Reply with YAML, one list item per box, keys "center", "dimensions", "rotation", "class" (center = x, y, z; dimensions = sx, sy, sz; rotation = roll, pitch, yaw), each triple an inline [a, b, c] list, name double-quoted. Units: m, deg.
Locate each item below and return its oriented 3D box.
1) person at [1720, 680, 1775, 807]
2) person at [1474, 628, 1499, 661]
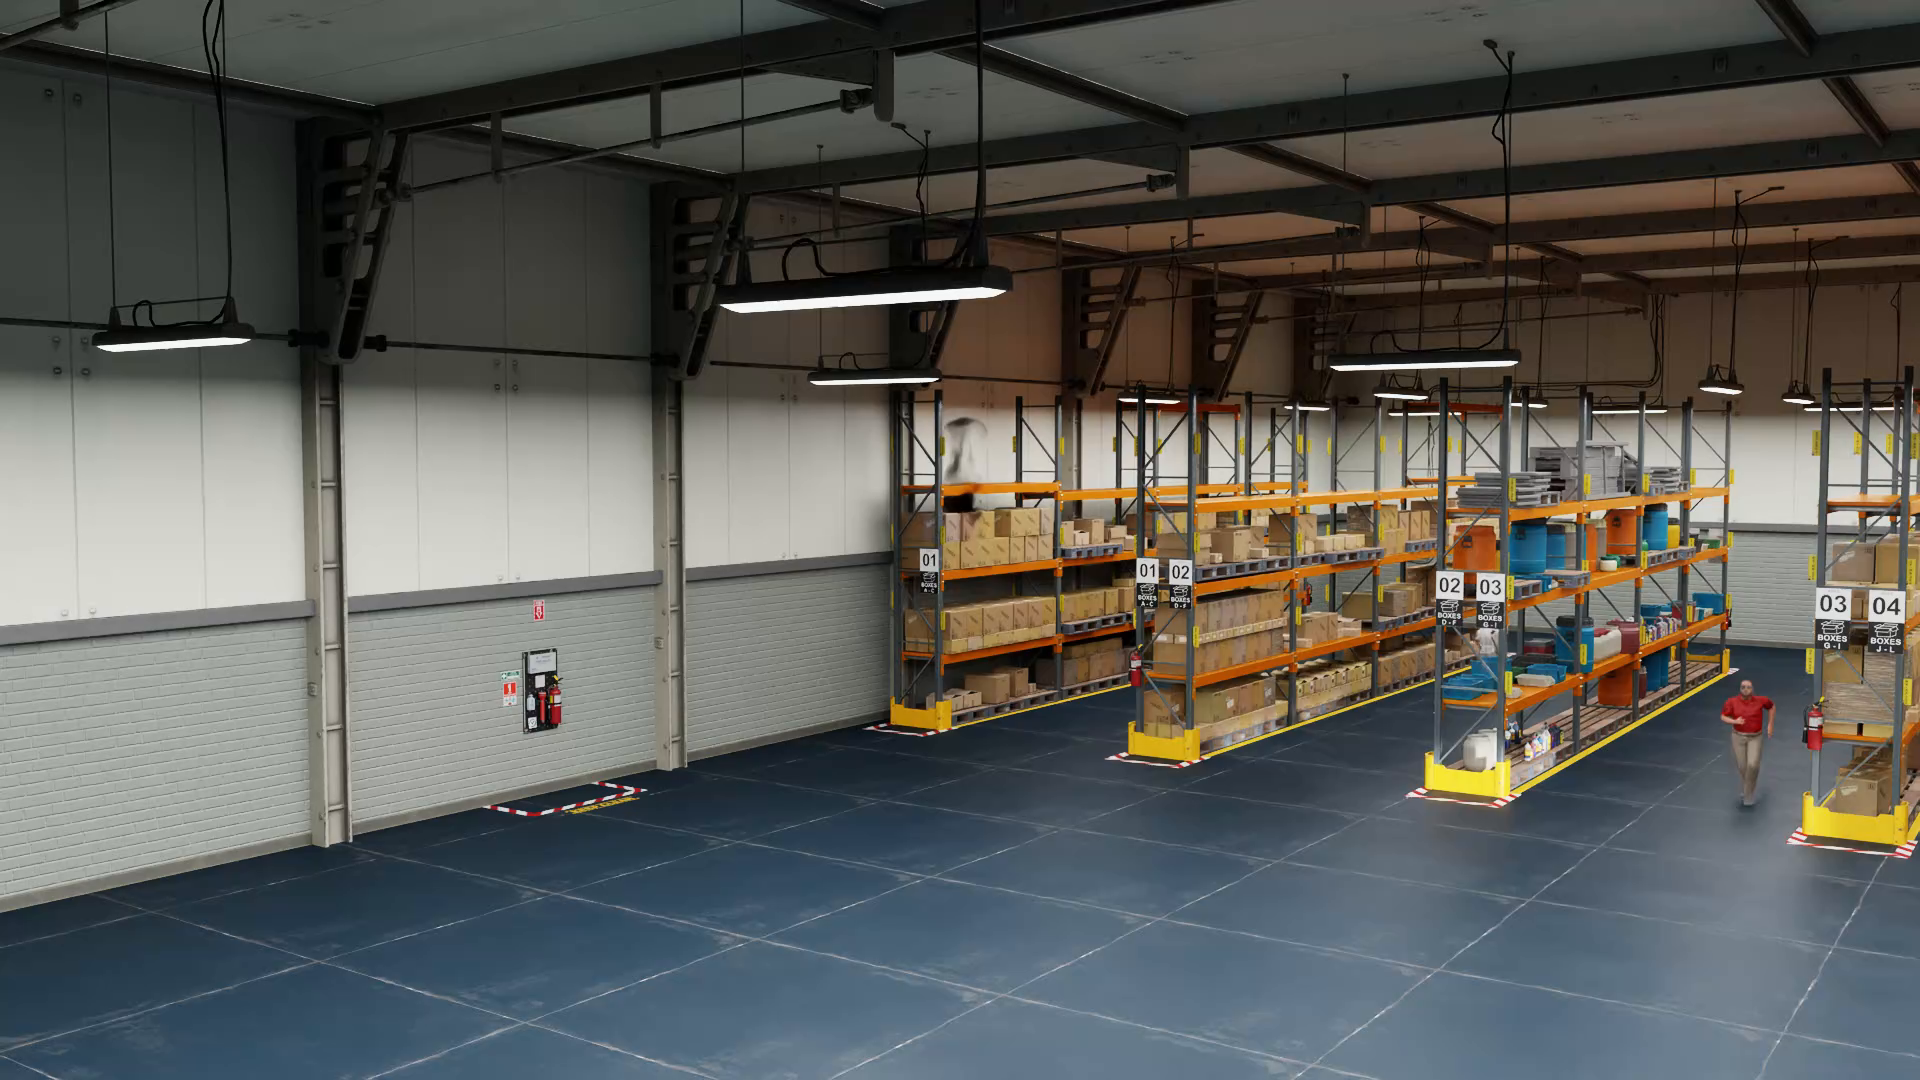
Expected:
- center: [11.045, 2.860, 23.345]
  dimensions: [0.680, 1.829, 0.835]
  rotation: [2, 4, 29]
  class: "person"
- center: [10.596, 2.282, 33.405]
  dimensions: [0.554, 1.657, 0.621]
  rotation: [2, 4, 35]
  class: "person"
